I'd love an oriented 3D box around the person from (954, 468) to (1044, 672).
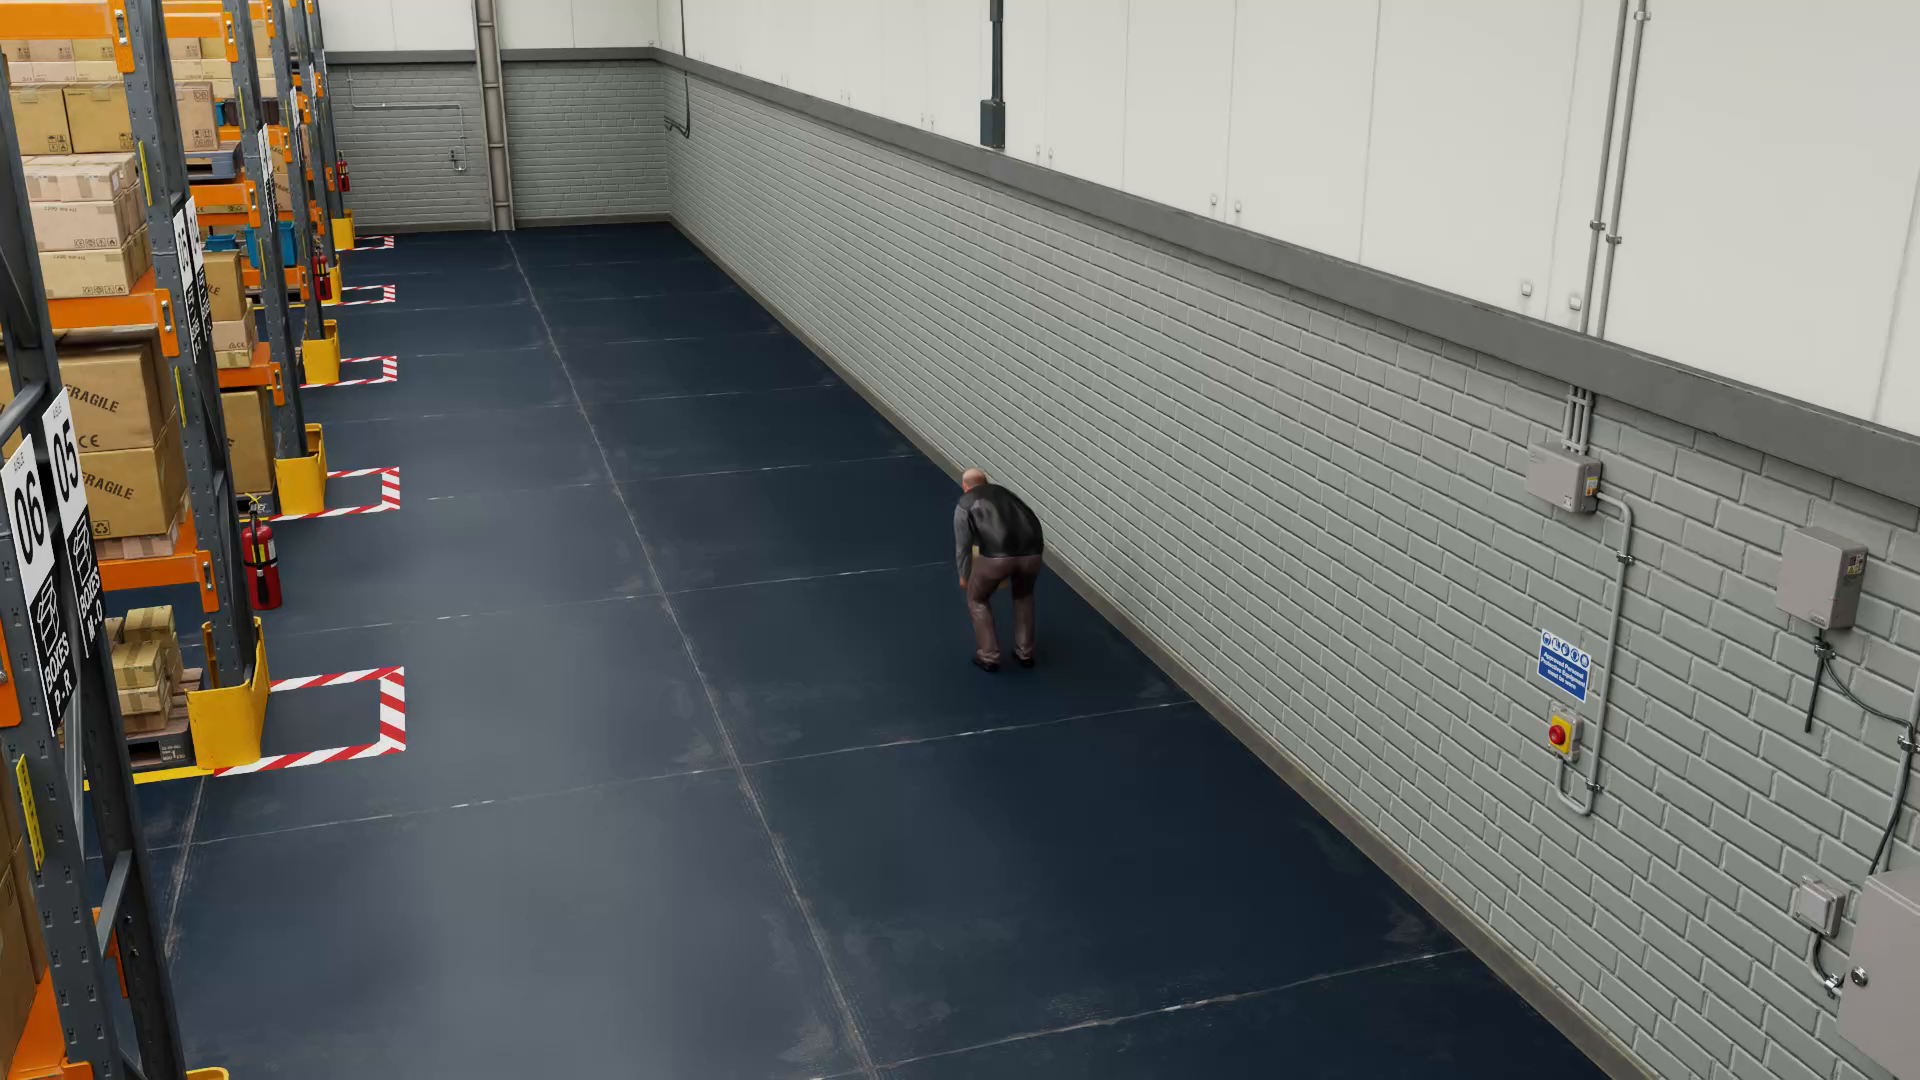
[{"bbox_3d":[0.232,0.200,11.274,0.478,1.215,0.926,-7,20,-19],"label":"person"}]
